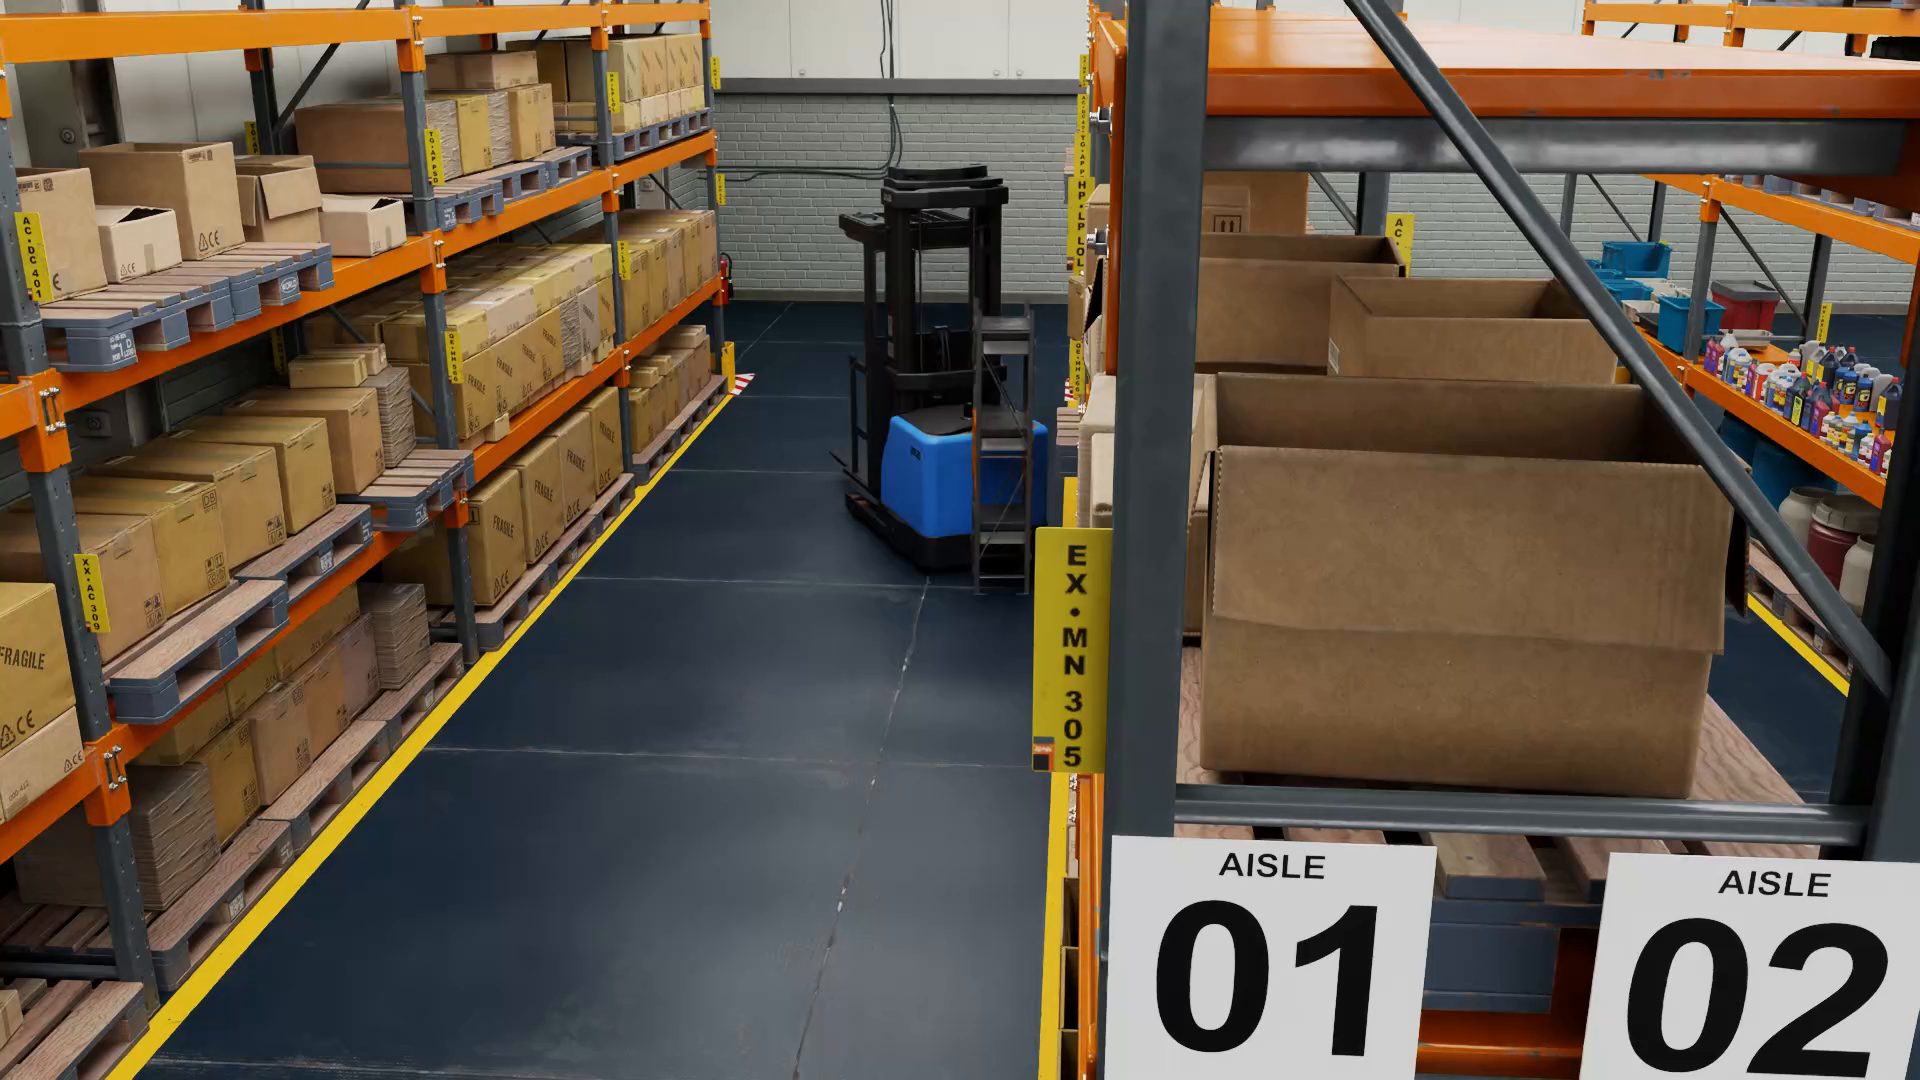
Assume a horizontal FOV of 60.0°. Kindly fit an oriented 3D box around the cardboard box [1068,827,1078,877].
[{"bbox_3d":[0.712,1.432,7.078,0.500,0.311,0.500,1,18,4],"label":"cardboard box"}]

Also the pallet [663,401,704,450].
[{"bbox_3d":[-3.182,-1.160,16.625,1.003,0.211,1.213,1,18,4],"label":"pallet"}]

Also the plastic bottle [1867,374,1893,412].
[{"bbox_3d":[6.688,-1.077,12.093,0.152,0.276,0.135,1,18,4],"label":"plastic bottle"}]

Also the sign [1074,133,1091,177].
[{"bbox_3d":[0.714,-2.203,9.681,0.100,0.325,0.005,1,18,4],"label":"sign"}]

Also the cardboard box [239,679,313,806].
[{"bbox_3d":[-3.873,1.044,8.726,0.700,0.500,0.500,1,18,5],"label":"cardboard box"}]

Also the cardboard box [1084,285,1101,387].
[{"bbox_3d":[0.631,-0.608,4.887,0.500,0.311,0.500,0,18,1],"label":"cardboard box"}]

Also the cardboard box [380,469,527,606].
[{"bbox_3d":[-3.502,-0.032,11.481,0.750,0.750,0.750,1,18,3],"label":"cardboard box"}]

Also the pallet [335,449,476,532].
[{"bbox_3d":[-3.631,-0.314,9.871,1.213,0.211,1.003,1,18,4],"label":"pallet"}]

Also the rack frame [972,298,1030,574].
[{"bbox_3d":[0.296,-0.745,12.320,0.400,2.100,0.015,0,18,-2],"label":"rack frame"}]

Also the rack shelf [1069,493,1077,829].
[{"bbox_3d":[1.112,0.444,8.406,1.077,0.370,4.000,1,18,4],"label":"rack shelf"}]

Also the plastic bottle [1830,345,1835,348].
[{"bbox_3d":[6.806,-1.392,13.041,0.061,0.283,0.133,1,18,4],"label":"plastic bottle"}]

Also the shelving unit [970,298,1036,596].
[{"bbox_3d":[0.304,-0.669,12.088,0.431,2.100,0.503,0,18,-2],"label":"shelving unit"}]

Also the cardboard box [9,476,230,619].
[{"bbox_3d":[-3.855,0.026,7.658,0.700,0.500,0.500,3,18,10],"label":"cardboard box"}]

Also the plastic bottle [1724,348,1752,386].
[{"bbox_3d":[6.043,-1.342,12.900,0.152,0.276,0.135,1,18,4],"label":"plastic bottle"}]

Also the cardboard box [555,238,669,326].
[{"bbox_3d":[-3.286,-2.408,15.473,0.980,0.700,0.700,1,18,3],"label":"cardboard box"}]

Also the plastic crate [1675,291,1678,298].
[{"bbox_3d":[6.878,-2.197,15.485,0.416,0.233,0.300,1,18,4],"label":"plastic crate"}]

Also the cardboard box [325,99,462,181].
[{"bbox_3d":[-3.723,-2.628,10.942,0.700,0.500,0.500,0,18,1],"label":"cardboard box"}]

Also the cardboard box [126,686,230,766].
[{"bbox_3d":[-3.908,0.870,8.053,0.500,0.250,0.500,1,18,3],"label":"cardboard box"}]

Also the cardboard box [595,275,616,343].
[{"bbox_3d":[-3.181,-1.920,13.796,0.500,0.500,0.500,1,18,3],"label":"cardboard box"}]

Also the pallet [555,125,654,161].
[{"bbox_3d":[-3.330,-3.508,14.637,1.003,0.211,1.213,1,18,4],"label":"pallet"}]

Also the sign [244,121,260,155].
[{"bbox_3d":[-4.239,-2.352,10.010,0.100,0.325,0.005,1,18,4],"label":"sign"}]

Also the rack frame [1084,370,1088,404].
[{"bbox_3d":[1.255,-0.519,10.190,1.000,3.000,0.127,1,18,4],"label":"rack frame"}]

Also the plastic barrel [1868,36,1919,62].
[{"bbox_3d":[6.513,-2.979,11.402,0.600,0.901,0.708,1,18,4],"label":"plastic barrel"}]

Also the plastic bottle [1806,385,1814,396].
[{"bbox_3d":[5.965,-0.940,11.661,0.061,0.283,0.133,1,18,4],"label":"plastic bottle"}]

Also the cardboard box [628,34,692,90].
[{"bbox_3d":[-2.939,-4.682,16.279,0.500,0.500,0.500,2,18,6],"label":"cardboard box"}]

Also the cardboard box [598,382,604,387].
[{"bbox_3d":[-3.452,-1.380,15.116,0.380,0.149,0.250,1,18,4],"label":"cardboard box"}]

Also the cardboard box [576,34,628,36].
[{"bbox_3d":[-3.451,-4.685,16.289,0.500,0.500,0.500,1,18,3],"label":"cardboard box"}]

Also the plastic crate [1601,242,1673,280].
[{"bbox_3d":[6.931,-2.829,17.087,0.616,0.435,0.499,1,18,4],"label":"plastic crate"}]

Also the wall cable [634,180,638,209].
[{"bbox_3d":[-3.964,-4.015,19.227,0.084,1.984,1.851,1,18,4],"label":"wall cable"}]

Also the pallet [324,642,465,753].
[{"bbox_3d":[-3.743,0.939,10.218,1.003,0.211,1.213,1,18,4],"label":"pallet"}]

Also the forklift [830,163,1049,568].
[{"bbox_3d":[-0.325,-1.601,13.603,1.130,2.935,3.031,-7,19,-20],"label":"forklift"}]

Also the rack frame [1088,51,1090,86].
[{"bbox_3d":[1.829,-5.855,16.839,1.000,3.000,0.127,1,18,4],"label":"rack frame"}]

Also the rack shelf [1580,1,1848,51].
[{"bbox_3d":[6.626,-4.590,14.776,1.077,0.370,4.000,1,18,4],"label":"rack shelf"}]

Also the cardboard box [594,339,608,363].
[{"bbox_3d":[-3.135,-1.571,13.771,0.380,0.149,0.250,2,18,5],"label":"cardboard box"}]

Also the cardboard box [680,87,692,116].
[{"bbox_3d":[-2.936,-4.319,16.376,0.500,0.250,0.500,1,18,2],"label":"cardboard box"}]

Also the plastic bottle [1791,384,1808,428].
[{"bbox_3d":[5.904,-0.941,11.665,0.061,0.283,0.133,1,18,4],"label":"plastic bottle"}]

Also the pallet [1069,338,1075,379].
[{"bbox_3d":[1.376,-1.424,13.261,1.003,0.211,1.213,1,18,4],"label":"pallet"}]

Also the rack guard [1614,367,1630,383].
[{"bbox_3d":[6.758,-1.712,17.845,1.175,0.500,0.348,1,18,4],"label":"rack guard"}]

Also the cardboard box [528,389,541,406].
[{"bbox_3d":[-3.332,-1.092,12.311,0.380,0.149,0.250,1,18,4],"label":"cardboard box"}]

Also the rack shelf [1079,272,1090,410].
[{"bbox_3d":[1.112,-0.982,7.939,1.077,0.370,4.000,1,18,4],"label":"rack shelf"}]

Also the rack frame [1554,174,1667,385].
[{"bbox_3d":[6.769,-2.892,17.432,1.000,3.000,0.127,1,18,4],"label":"rack frame"}]

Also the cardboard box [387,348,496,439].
[{"bbox_3d":[-3.396,-0.972,10.902,0.500,0.500,0.500,2,18,6],"label":"cardboard box"}]

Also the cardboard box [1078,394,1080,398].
[{"bbox_3d":[1.435,-1.433,16.689,0.500,0.250,0.500,1,18,4],"label":"cardboard box"}]

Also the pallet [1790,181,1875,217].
[{"bbox_3d":[6.445,-2.387,11.378,1.003,0.211,1.213,1,18,4],"label":"pallet"}]

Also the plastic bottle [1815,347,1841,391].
[{"bbox_3d":[6.586,-1.279,12.589,0.144,0.351,0.185,1,18,4],"label":"plastic bottle"}]

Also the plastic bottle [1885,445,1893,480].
[{"bbox_3d":[5.799,-0.487,10.280,0.061,0.283,0.133,1,18,4],"label":"plastic bottle"}]

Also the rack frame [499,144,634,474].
[{"bbox_3d":[-3.399,-1.871,14.315,1.000,3.000,0.127,1,18,4],"label":"rack frame"}]

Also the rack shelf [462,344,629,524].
[{"bbox_3d":[-3.542,-0.908,12.532,1.077,0.370,4.000,1,18,4],"label":"rack shelf"}]

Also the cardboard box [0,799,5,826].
[{"bbox_3d":[-3.748,0.984,5.812,0.500,0.250,0.500,1,18,4],"label":"cardboard box"}]

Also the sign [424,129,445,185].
[{"bbox_3d":[-3.145,-2.287,9.938,0.100,0.325,0.005,1,18,4],"label":"sign"}]

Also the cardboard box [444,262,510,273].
[{"bbox_3d":[-3.754,-1.970,12.744,0.500,0.250,0.500,1,18,2],"label":"cardboard box"}]

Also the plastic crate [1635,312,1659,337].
[{"bbox_3d":[6.295,-1.901,14.753,0.437,0.125,0.590,1,18,4],"label":"plastic crate"}]

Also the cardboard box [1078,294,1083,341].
[{"bbox_3d":[1.299,-1.651,12.811,0.700,0.500,0.500,4,19,13],"label":"cardboard box"}]

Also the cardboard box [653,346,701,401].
[{"bbox_3d":[-3.099,-1.750,17.286,0.700,0.500,0.500,1,18,4],"label":"cardboard box"}]

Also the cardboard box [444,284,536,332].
[{"bbox_3d":[-3.326,-1.641,11.739,0.500,0.250,0.500,1,18,4],"label":"cardboard box"}]

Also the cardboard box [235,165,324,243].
[{"bbox_3d":[-3.871,-1.712,8.815,0.797,0.503,0.637,4,19,12],"label":"cardboard box"}]

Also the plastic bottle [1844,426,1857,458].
[{"bbox_3d":[5.863,-0.646,10.896,0.097,0.201,0.097,0,18,0],"label":"plastic bottle"}]
